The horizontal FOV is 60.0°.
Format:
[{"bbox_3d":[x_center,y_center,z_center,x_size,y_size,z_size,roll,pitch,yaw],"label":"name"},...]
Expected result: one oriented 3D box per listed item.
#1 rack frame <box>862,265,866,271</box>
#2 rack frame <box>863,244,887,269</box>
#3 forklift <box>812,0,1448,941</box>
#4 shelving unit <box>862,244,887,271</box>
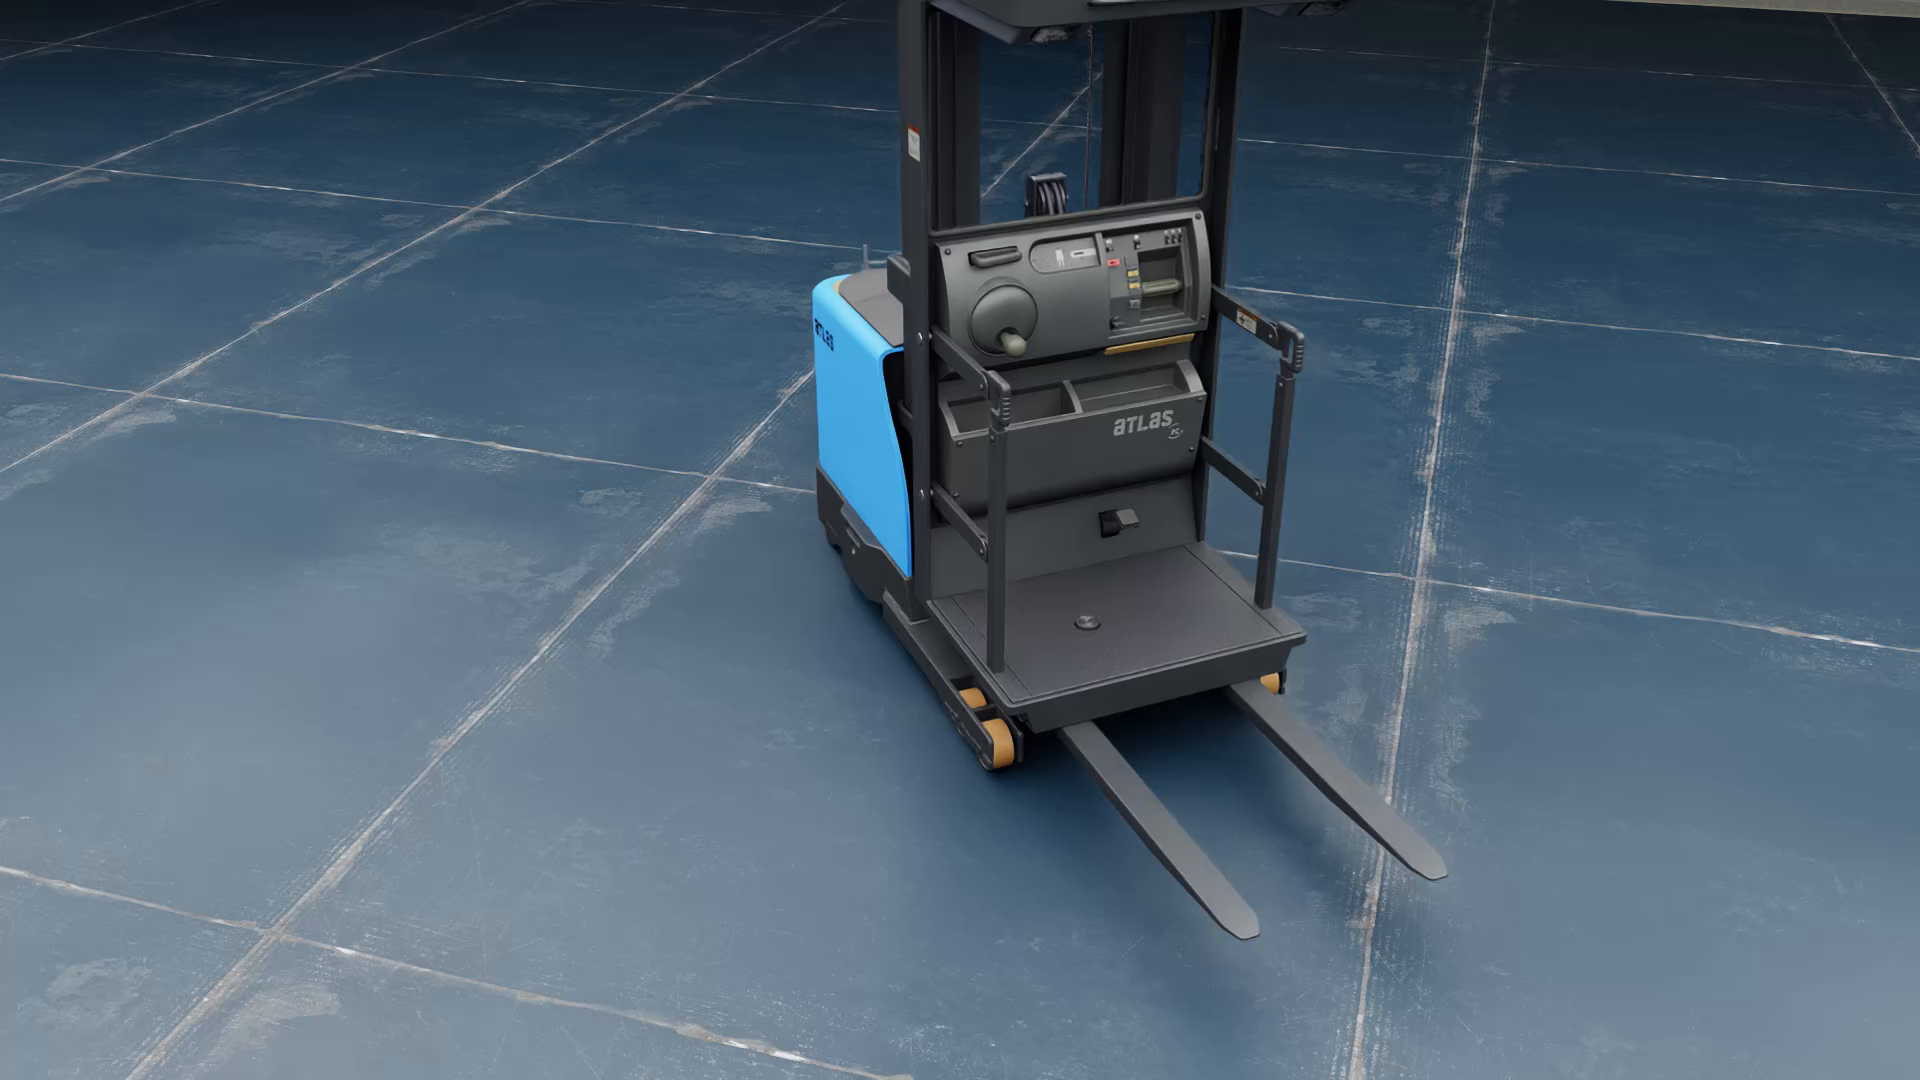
[{"bbox_3d":[-0.287,-0.621,6.786,0.200,1.050,0.008,-1,29,-1],"label":"rack frame"},{"bbox_3d":[-0.294,-0.739,6.999,0.200,1.050,0.008,-1,29,-1],"label":"rack frame"},{"bbox_3d":[0.462,-0.770,5.120,1.130,2.935,3.031,-12,31,-20],"label":"forklift"},{"bbox_3d":[-0.290,-0.680,6.893,0.215,1.050,0.252,-1,29,-1],"label":"shelving unit"}]
